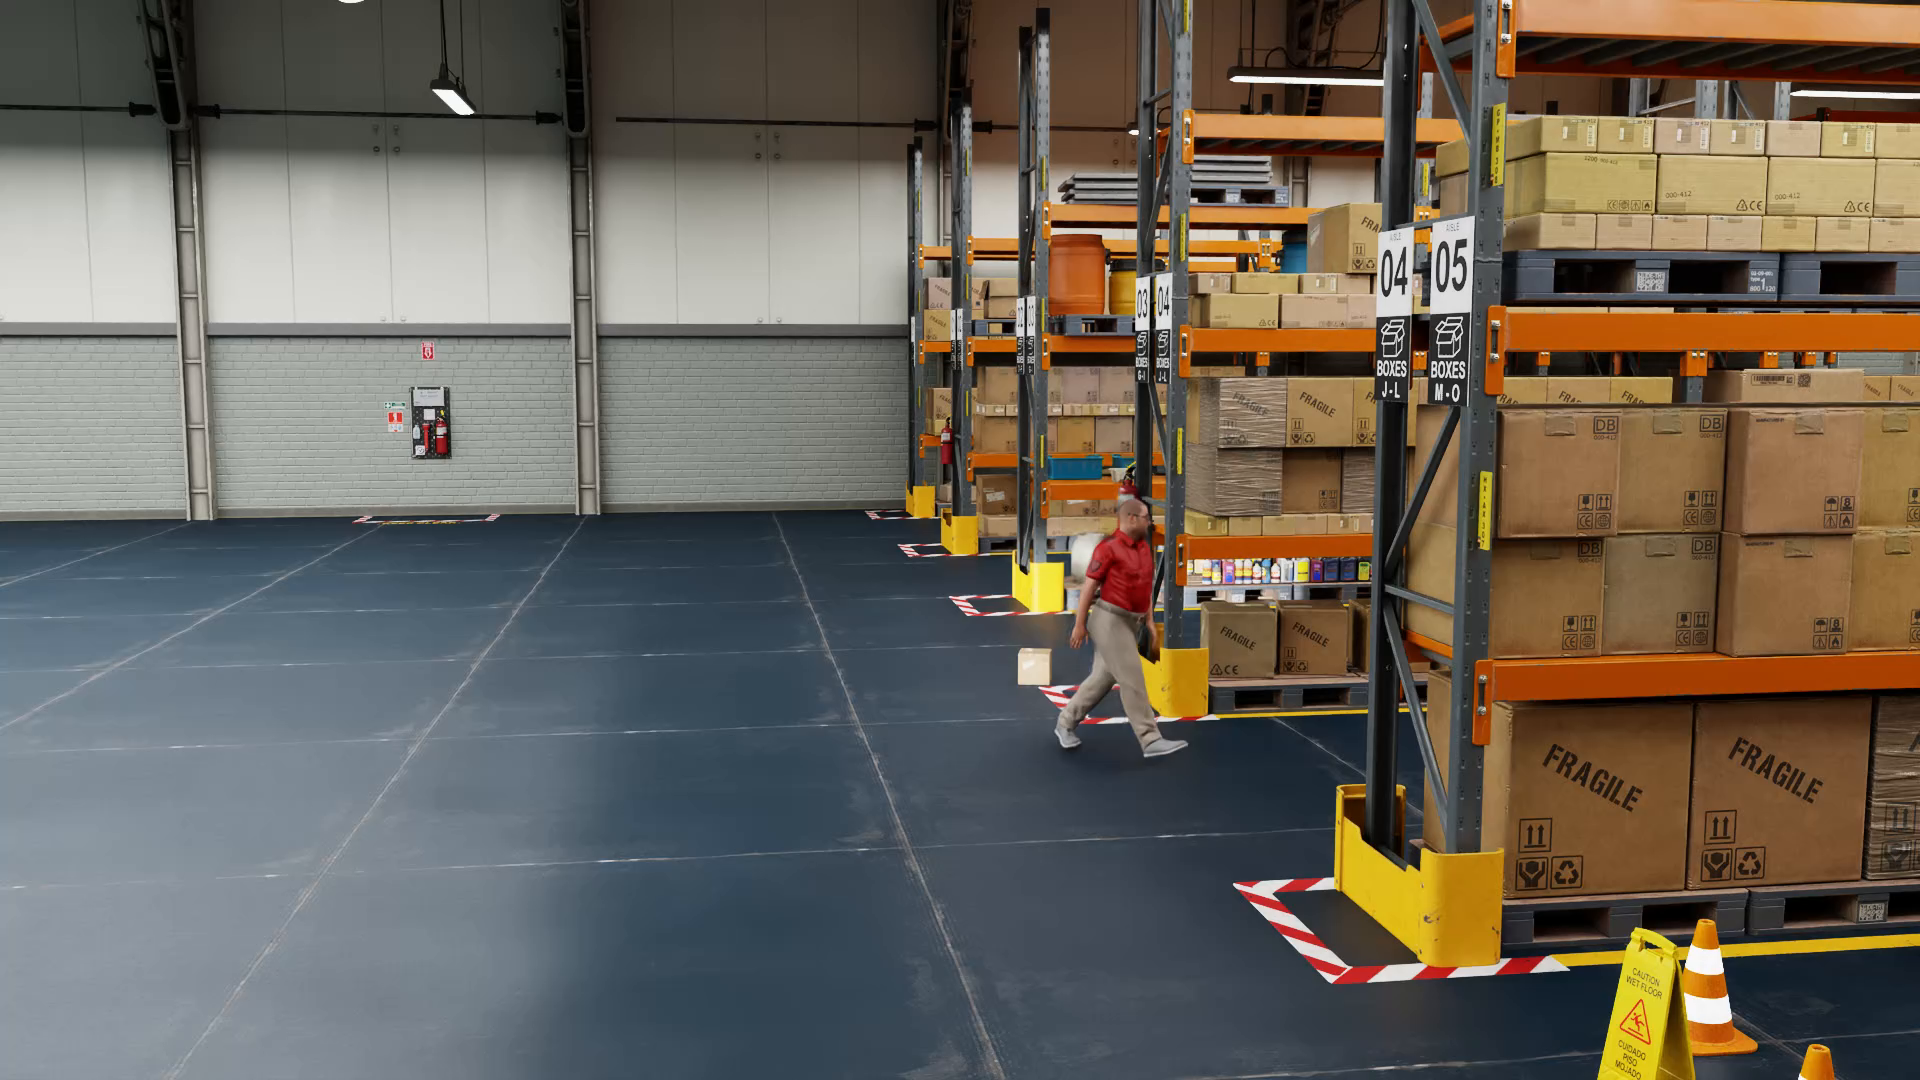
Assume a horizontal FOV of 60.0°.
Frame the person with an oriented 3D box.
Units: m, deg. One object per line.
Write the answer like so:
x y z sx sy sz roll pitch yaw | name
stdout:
1.102 0.559 10.892 1.018 1.657 0.563 4 8 33 | person
